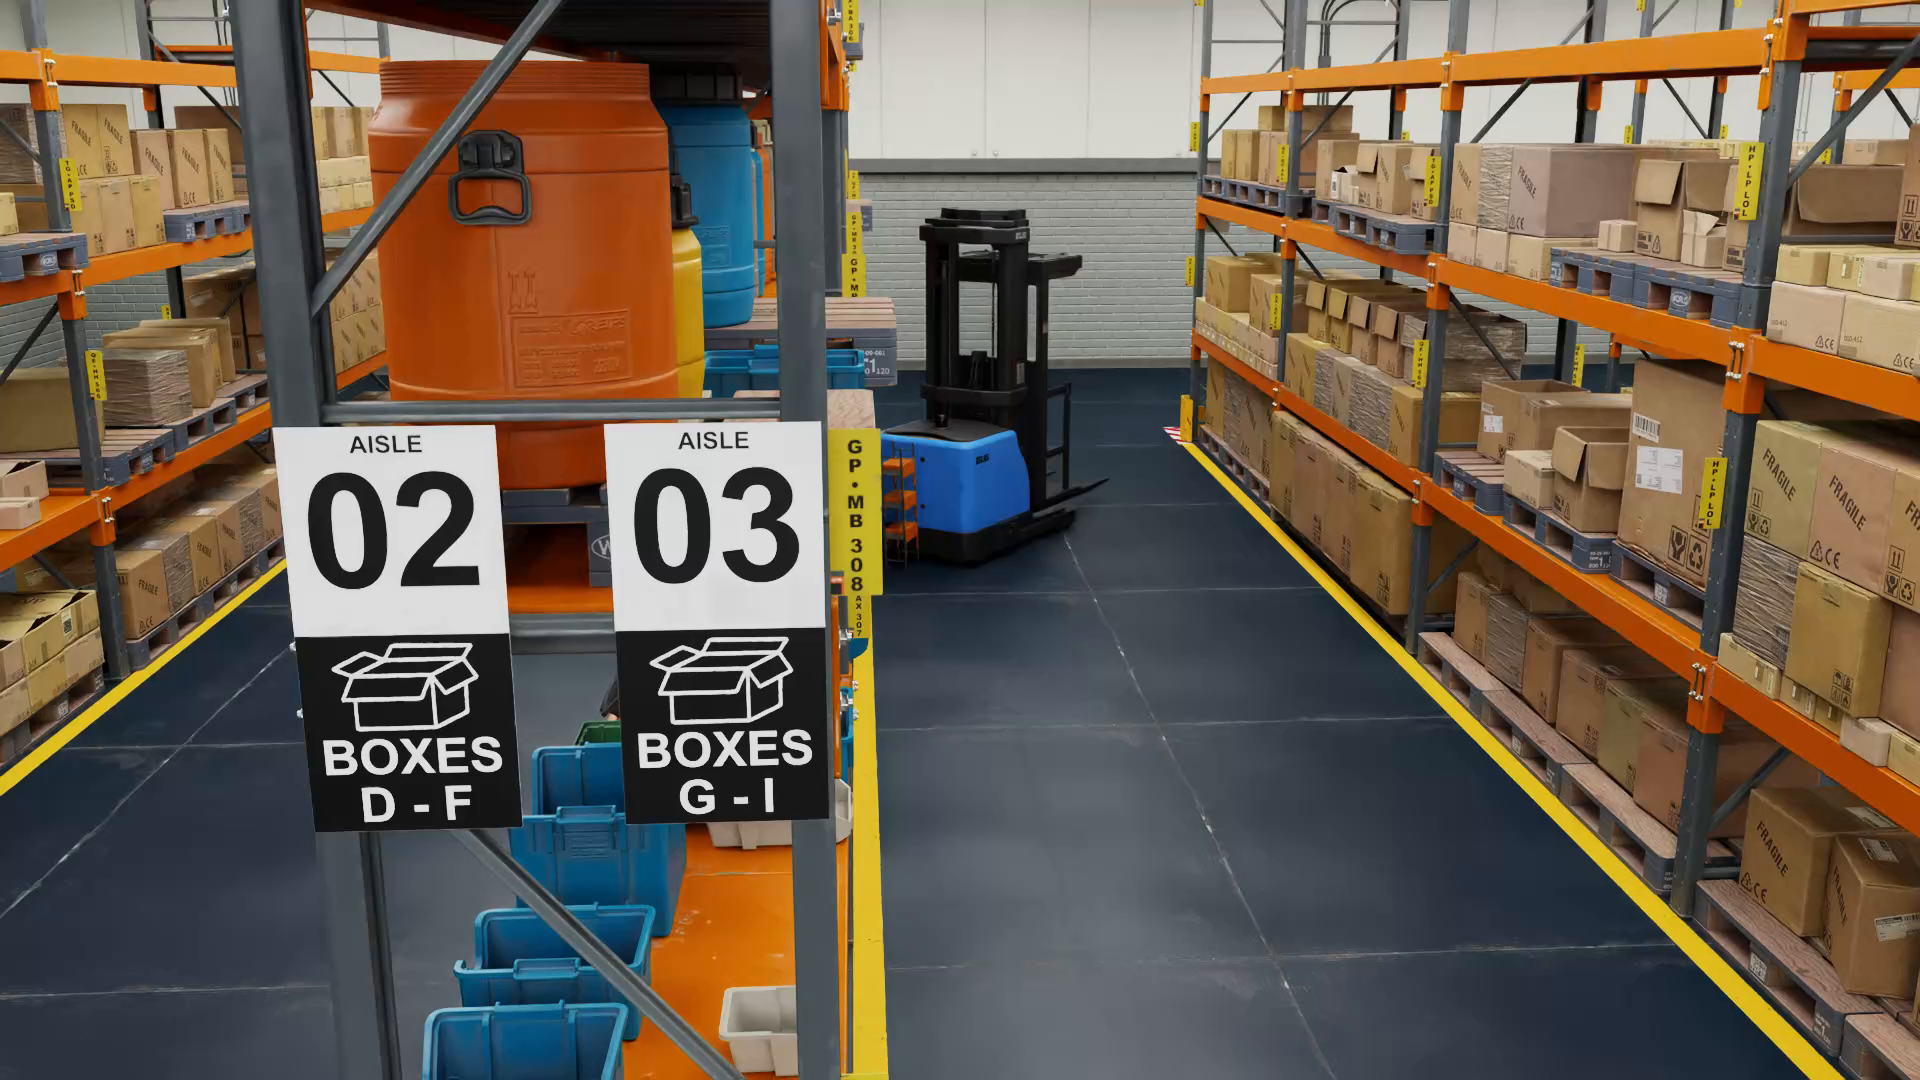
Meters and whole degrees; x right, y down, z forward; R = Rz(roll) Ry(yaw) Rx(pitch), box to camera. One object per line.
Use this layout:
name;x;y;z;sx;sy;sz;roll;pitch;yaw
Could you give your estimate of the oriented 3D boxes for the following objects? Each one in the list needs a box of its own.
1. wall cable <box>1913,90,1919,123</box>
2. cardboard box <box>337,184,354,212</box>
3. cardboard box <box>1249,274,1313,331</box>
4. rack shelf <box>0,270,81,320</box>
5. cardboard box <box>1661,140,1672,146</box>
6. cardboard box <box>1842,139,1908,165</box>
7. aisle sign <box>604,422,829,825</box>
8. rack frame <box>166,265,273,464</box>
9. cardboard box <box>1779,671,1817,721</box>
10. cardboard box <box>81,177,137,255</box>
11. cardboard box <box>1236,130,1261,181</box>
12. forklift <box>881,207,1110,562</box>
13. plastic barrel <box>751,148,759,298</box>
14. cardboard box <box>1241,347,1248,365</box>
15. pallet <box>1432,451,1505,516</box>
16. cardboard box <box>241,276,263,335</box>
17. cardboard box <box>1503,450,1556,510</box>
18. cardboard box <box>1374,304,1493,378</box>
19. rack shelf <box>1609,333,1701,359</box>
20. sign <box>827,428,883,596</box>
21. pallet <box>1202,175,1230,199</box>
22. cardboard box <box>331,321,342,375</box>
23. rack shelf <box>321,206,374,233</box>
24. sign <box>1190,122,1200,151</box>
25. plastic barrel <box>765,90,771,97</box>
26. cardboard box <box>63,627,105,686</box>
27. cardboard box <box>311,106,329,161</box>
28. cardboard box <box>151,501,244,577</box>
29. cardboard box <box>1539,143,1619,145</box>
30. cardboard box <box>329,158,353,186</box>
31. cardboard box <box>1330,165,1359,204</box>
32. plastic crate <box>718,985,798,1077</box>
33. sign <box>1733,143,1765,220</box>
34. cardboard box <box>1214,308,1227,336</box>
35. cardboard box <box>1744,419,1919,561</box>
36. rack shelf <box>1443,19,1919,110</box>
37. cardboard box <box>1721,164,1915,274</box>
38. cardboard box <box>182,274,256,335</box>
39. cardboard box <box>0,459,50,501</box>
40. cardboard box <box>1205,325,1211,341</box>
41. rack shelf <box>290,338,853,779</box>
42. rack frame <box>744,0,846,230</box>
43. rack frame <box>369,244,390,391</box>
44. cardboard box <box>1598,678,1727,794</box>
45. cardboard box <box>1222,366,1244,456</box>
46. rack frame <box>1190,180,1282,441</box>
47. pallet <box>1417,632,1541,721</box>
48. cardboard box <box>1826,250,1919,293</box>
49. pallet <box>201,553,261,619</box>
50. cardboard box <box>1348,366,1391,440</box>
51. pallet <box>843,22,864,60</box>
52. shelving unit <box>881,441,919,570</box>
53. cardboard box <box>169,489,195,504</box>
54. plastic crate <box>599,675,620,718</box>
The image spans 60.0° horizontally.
wall cable;13.212;-7.122;24.649;2.355;3.000;0.029;-1;14;-3
cardboard box;-6.310;-3.374;16.401;0.500;0.250;0.500;-1;14;-3
cardboard box;3.129;-2.317;16.213;0.500;0.500;0.500;-1;14;-3
rack shelf;-6.064;-1.108;8.737;1.077;0.370;4.000;-1;14;-3
cardboard box;7.895;-4.293;18.170;0.380;0.149;0.250;-1;14;-4
cardboard box;8.322;-3.308;14.800;0.700;0.500;0.500;-1;14;-3
aisle sign;-0.452;0.167;3.139;0.394;0.787;0.004;-1;14;-3
rack frame;-6.436;-1.496;14.821;1.000;3.000;0.127;-1;14;-3
cardboard box;3.706;0.646;7.002;0.380;0.149;0.250;-1;14;-3
cardboard box;-6.281;-2.237;11.481;0.910;0.500;0.500;-1;14;-3
cardboard box;3.284;-3.998;17.279;0.700;0.500;0.500;-2;15;-7
forklift;0.420;-1.550;15.169;1.130;2.935;3.031;9;17;30
plastic barrel;-1.285;-1.563;8.056;0.600;0.901;0.600;0;14;0
cardboard box;3.041;-1.853;16.713;0.380;0.149;0.250;-1;14;-2
pallet;3.850;-0.385;10.887;1.213;0.211;1.003;-1;14;-3
cardboard box;-6.185;-2.150;15.156;0.500;0.500;0.500;-1;14;-2
cardboard box;3.573;-0.364;9.878;0.500;0.250;0.500;-1;14;-5
cardboard box;3.632;-1.532;12.745;0.797;0.503;0.637;-1;14;-2
rack shelf;8.284;-1.848;17.634;1.077;0.370;4.000;-1;14;-3
sign;-0.199;-0.052;3.169;0.100;0.325;0.005;-1;14;-3
pallet;3.260;-3.868;18.199;1.003;0.211;1.213;-1;14;-3
cardboard box;-6.231;-1.803;15.812;0.500;0.500;0.500;-1;14;-2
rack shelf;-6.560;-3.098;16.470;1.077;0.370;4.000;-1;14;-3
sign;2.649;-4.550;18.758;0.100;0.325;0.005;-1;14;-3
plastic barrel;-1.234;-3.048;12.985;0.600;0.901;0.708;-1;14;-3
cardboard box;-5.912;0.754;10.751;0.500;0.250;0.500;-1;14;-2
cardboard box;-6.431;-3.852;15.752;0.700;0.500;0.500;-1;14;-3
cardboard box;-6.033;-0.006;13.163;0.500;0.500;0.500;-1;14;-5
cardboard box;3.978;-2.282;10.650;0.500;0.500;0.500;-1;14;-2
cardboard box;-6.302;-3.616;16.339;0.500;0.250;0.500;-1;14;-3
cardboard box;3.429;-2.987;13.931;0.500;0.311;0.500;-1;14;-5
plastic crate;-0.483;1.313;4.432;0.298;0.136;0.250;-1;14;-3
sign;3.393;-1.543;7.155;0.100;0.325;0.005;-1;14;-3
cardboard box;3.030;-2.336;17.791;0.500;0.250;0.500;-1;14;-5
cardboard box;3.721;-0.219;7.054;0.500;0.500;0.500;-1;14;-3
rack shelf;3.823;-2.519;9.004;1.077;0.370;4.000;-1;14;-3
cardboard box;4.017;-1.483;7.700;0.797;0.503;0.637;-2;15;-6
cardboard box;-6.726;-2.150;15.157;0.500;0.500;0.500;-1;14;-3
cardboard box;-6.209;-0.367;10.611;0.500;0.311;0.500;0;14;0
cardboard box;2.930;-2.300;18.451;0.380;0.149;0.250;-1;14;-5
rack shelf;-0.873;-0.189;5.164;1.077;0.370;4.000;-1;14;-3
rack frame;-1.244;-3.482;10.500;1.000;3.000;0.127;-1;14;-3
rack frame;-6.684;-2.491;18.687;1.000;3.000;0.127;-1;14;-3
cardboard box;3.920;1.067;8.992;0.700;0.500;0.500;-1;14;-4
cardboard box;3.379;-1.433;17.997;0.875;0.875;0.875;-1;14;-3
rack frame;3.203;-2.643;19.278;1.000;3.000;0.127;-1;14;-3
pallet;3.746;0.892;11.137;1.003;0.211;1.213;-1;14;-3
cardboard box;3.744;-1.081;6.688;0.380;0.149;0.250;-2;15;-6
pallet;-6.269;0.360;13.202;1.003;0.211;1.213;-1;14;-3
cardboard box;3.361;-1.074;12.979;0.500;0.500;0.500;-1;14;-5
pallet;-1.258;-3.377;11.273;1.213;0.211;1.003;-1;14;-3
shelving unit;-0.508;-0.291;14.014;0.215;1.050;0.252;6;20;23
cardboard box;-6.582;-0.117;13.597;0.500;0.500;0.500;-1;14;-3
plastic crate;-1.091;0.580;6.876;0.767;0.338;0.504;-1;14;-3
